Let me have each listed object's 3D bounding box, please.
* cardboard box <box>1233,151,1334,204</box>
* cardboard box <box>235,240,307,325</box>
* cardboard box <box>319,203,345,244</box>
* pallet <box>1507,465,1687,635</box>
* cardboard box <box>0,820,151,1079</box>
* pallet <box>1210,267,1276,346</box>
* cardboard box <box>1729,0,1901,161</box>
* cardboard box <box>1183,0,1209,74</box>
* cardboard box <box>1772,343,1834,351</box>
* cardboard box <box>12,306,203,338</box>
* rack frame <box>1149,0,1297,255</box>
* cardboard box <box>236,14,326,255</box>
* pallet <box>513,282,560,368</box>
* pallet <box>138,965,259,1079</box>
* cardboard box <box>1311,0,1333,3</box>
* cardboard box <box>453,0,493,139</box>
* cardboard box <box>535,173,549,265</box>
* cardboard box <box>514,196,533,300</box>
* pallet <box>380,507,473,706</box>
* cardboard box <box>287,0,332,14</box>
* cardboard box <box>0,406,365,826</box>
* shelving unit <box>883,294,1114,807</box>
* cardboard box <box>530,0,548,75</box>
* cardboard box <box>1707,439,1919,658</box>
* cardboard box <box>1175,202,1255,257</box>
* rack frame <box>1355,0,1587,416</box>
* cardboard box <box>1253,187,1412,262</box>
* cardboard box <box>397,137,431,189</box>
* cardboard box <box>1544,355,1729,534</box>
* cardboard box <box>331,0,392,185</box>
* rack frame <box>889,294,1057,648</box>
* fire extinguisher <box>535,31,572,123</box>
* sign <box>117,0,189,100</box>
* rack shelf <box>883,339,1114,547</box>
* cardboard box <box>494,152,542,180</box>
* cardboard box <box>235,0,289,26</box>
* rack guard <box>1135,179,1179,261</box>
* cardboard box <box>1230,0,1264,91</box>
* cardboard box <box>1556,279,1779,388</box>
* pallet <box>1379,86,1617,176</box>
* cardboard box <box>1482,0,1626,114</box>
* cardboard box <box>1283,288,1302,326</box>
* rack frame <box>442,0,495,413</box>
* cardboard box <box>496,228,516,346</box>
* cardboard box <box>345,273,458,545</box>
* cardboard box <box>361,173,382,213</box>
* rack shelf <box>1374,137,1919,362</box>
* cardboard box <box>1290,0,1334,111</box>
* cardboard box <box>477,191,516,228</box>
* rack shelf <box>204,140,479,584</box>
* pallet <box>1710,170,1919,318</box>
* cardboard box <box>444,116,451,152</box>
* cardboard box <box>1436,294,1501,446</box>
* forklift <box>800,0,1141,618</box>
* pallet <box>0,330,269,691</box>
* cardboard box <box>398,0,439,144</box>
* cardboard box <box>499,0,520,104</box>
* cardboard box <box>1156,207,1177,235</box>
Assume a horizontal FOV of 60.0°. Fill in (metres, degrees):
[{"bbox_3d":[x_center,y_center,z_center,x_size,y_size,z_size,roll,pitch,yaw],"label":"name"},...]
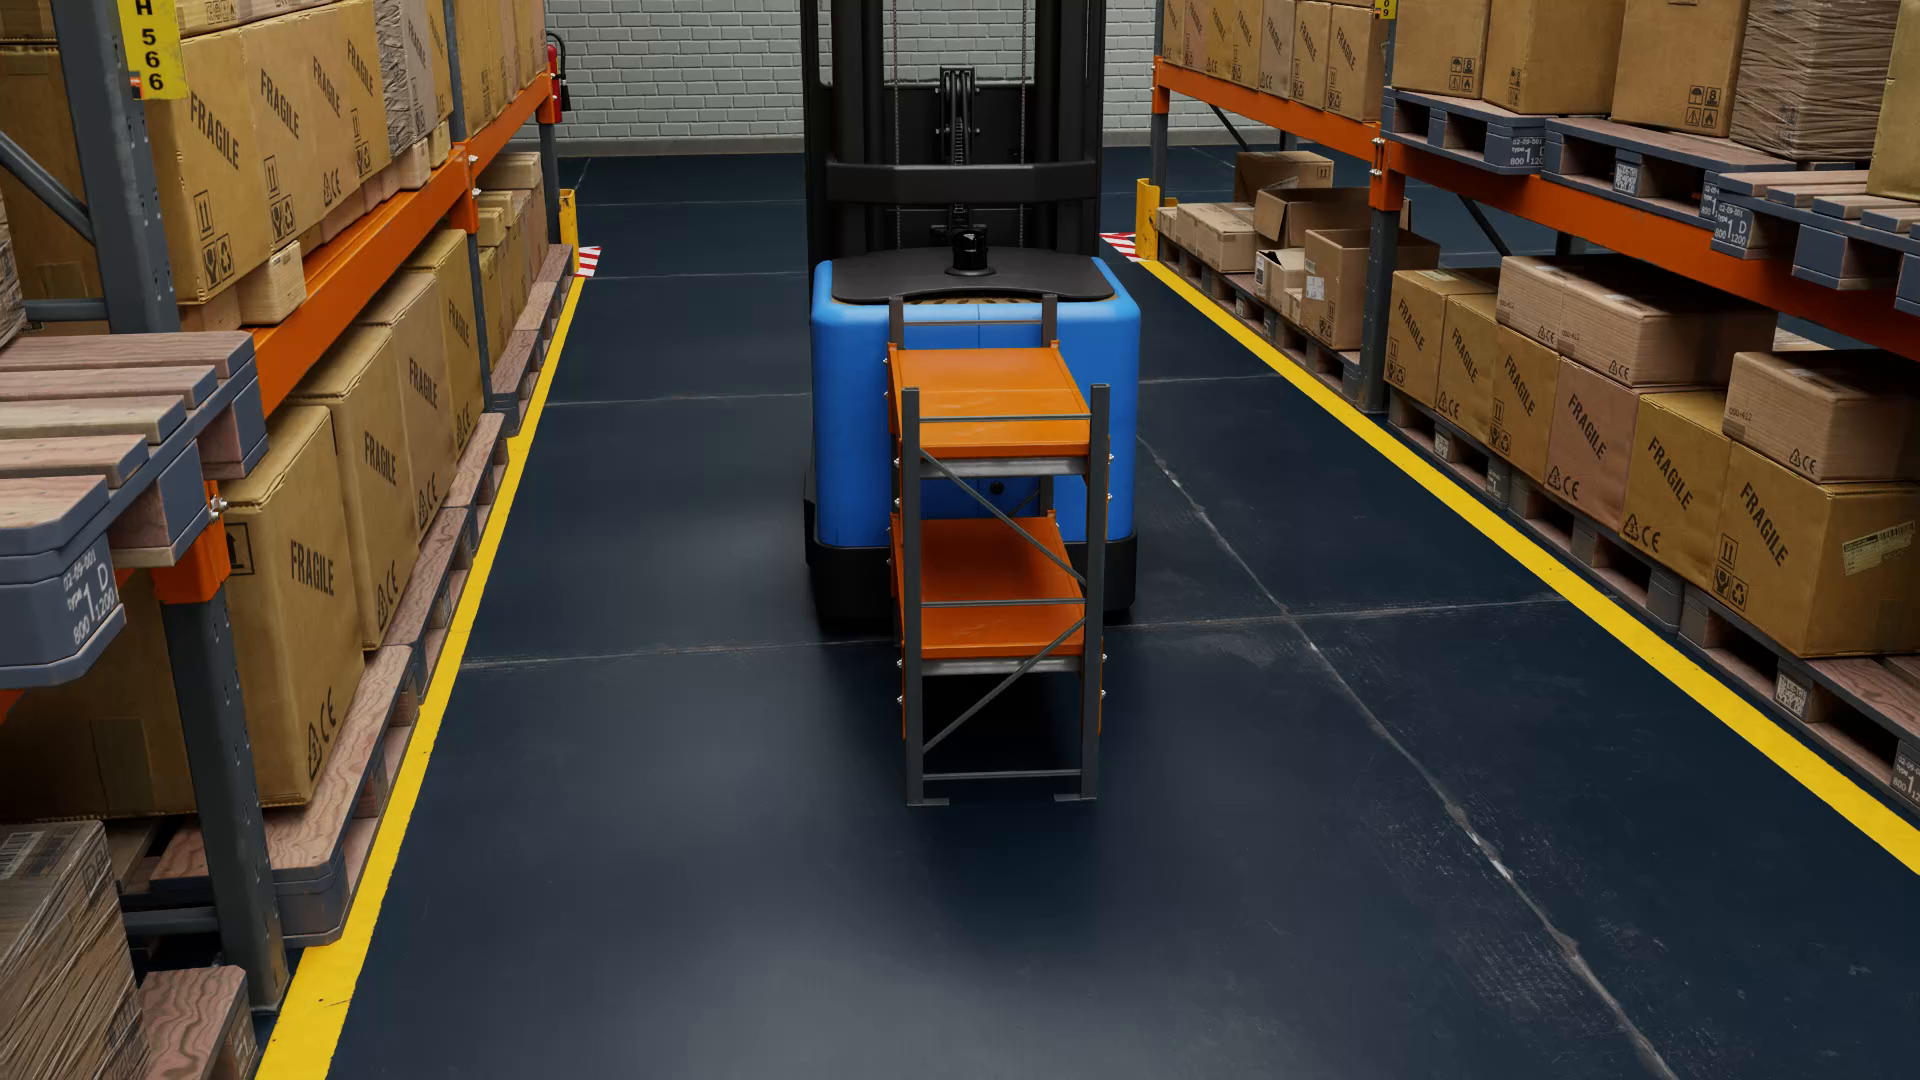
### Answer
[{"bbox_3d":[2.121,-2.275,10.965,0.500,0.500,0.500,-3,21,-8],"label":"cardboard box"},{"bbox_3d":[-1.750,-0.597,3.857,0.380,0.149,0.250,-2,21,-6],"label":"cardboard box"},{"bbox_3d":[-2.000,-0.943,4.785,0.380,0.149,0.250,-3,21,-7],"label":"cardboard box"},{"bbox_3d":[2.709,-0.022,5.973,1.003,0.211,1.213,-3,21,-8],"label":"pallet"},{"bbox_3d":[-1.794,0.816,2.687,0.700,0.500,0.500,-3,21,-7],"label":"cardboard box"},{"bbox_3d":[2.098,-1.386,9.626,1.003,0.211,1.213,-3,21,-8],"label":"pallet"},{"bbox_3d":[2.807,-1.429,5.011,0.700,0.500,0.500,1,20,2],"label":"cardboard box"},{"bbox_3d":[1.681,-3.118,10.134,0.500,0.500,0.500,-3,21,-8],"label":"cardboard box"},{"bbox_3d":[2.940,-0.389,5.914,0.500,0.500,0.500,-4,21,-10],"label":"cardboard box"},{"bbox_3d":[-1.768,-0.413,3.364,0.380,0.149,0.250,-3,21,-9],"label":"cardboard box"},{"bbox_3d":[1.799,-3.416,11.076,1.000,3.000,0.127,-3,21,-8],"label":"rack frame"},{"bbox_3d":[-1.833,-0.954,3.886,0.500,0.500,0.500,-2,21,-6],"label":"cardboard box"},{"bbox_3d":[-2.737,-1.164,9.032,1.003,0.211,1.213,-3,21,-8],"label":"pallet"},{"bbox_3d":[-1.838,1.182,2.751,1.003,0.211,1.213,-3,21,-8],"label":"pallet"},{"bbox_3d":[1.970,-2.886,8.084,0.500,0.500,0.500,-3,21,-9],"label":"cardboard box"},{"bbox_3d":[-2.588,-2.109,7.148,0.980,0.700,0.700,-3,21,-7],"label":"cardboard box"},{"bbox_3d":[-2.903,-1.953,10.132,0.700,0.500,0.500,-3,21,-8],"label":"cardboard box"},{"bbox_3d":[-2.758,-1.606,9.202,0.700,0.500,0.500,-4,21,-10],"label":"cardboard box"},{"bbox_3d":[-2.161,0.213,5.345,1.003,0.211,1.213,-3,21,-8],"label":"pallet"},{"bbox_3d":[-1.914,-1.471,4.200,0.500,0.250,0.500,-3,21,-7],"label":"cardboard box"},{"bbox_3d":[-1.926,0.154,3.989,0.750,0.750,0.750,-3,21,-8],"label":"cardboard box"},{"bbox_3d":[0.074,-0.017,4.655,0.538,1.125,1.048,-1,21,-4],"label":"shelving unit"},{"bbox_3d":[-3.019,-3.130,9.879,0.980,0.700,0.700,-2,21,-5],"label":"cardboard box"},{"bbox_3d":[2.585,0.007,4.855,0.500,0.500,0.500,-2,21,-6],"label":"cardboard box"},{"bbox_3d":[1.668,-1.959,10.474,0.500,0.250,0.500,-3,21,-8],"label":"cardboard box"},{"bbox_3d":[2.375,-2.031,7.368,1.000,3.000,0.127,-3,21,-8],"label":"rack frame"},{"bbox_3d":[2.099,-1.718,9.468,0.797,0.503,0.637,-3,21,-8],"label":"cardboard box"},{"bbox_3d":[-2.048,-1.302,5.747,0.380,0.149,0.250,-3,21,-8],"label":"cardboard box"},{"bbox_3d":[2.429,-0.354,5.821,0.500,0.500,0.500,-4,21,-10],"label":"cardboard box"},{"bbox_3d":[-1.986,-1.305,4.828,0.500,0.500,0.500,-2,21,-6],"label":"cardboard box"},{"bbox_3d":[0.039,-0.195,5.130,0.500,1.125,0.032,-1,21,-4],"label":"rack frame"},{"bbox_3d":[-2.668,-3.030,10.684,0.296,0.674,0.183,-3,21,-8],"label":"fire extinguisher"},{"bbox_3d":[-1.414,-0.931,2.881,0.100,0.325,0.005,-3,21,-8],"label":"sign"},{"bbox_3d":[0.074,-0.291,4.552,0.538,0.278,1.000,-1,21,-4],"label":"rack shelf"},{"bbox_3d":[-2.704,-2.222,9.924,0.380,0.149,0.250,-3,21,-8],"label":"cardboard box"},{"bbox_3d":[-1.838,-1.298,3.737,0.500,0.250,0.500,-3,21,-9],"label":"cardboard box"},{"bbox_3d":[1.810,-2.219,11.443,1.175,0.500,0.348,-3,21,-8],"label":"rack guard"},{"bbox_3d":[1.821,-2.771,9.204,0.500,0.500,0.500,-3,21,-7],"label":"cardboard box"},{"bbox_3d":[2.421,-0.718,5.724,0.500,0.250,0.500,-3,21,-9],"label":"cardboard box"},{"bbox_3d":[2.382,-1.659,6.646,1.003,0.211,1.213,-3,21,-8],"label":"pallet"},{"bbox_3d":[2.384,-1.865,6.178,0.700,0.500,0.500,0,20,1],"label":"cardboard box"},{"bbox_3d":[1.899,-1.212,8.619,0.380,0.149,0.250,-3,21,-8],"label":"cardboard box"},{"bbox_3d":[-2.526,-1.780,6.695,1.000,3.000,0.127,-3,21,-8],"label":"rack frame"},{"bbox_3d":[-2.602,-1.244,8.232,0.700,0.500,0.500,-3,21,-8],"label":"cardboard box"},{"bbox_3d":[-2.173,-0.444,5.589,0.750,0.750,0.750,-2,21,-6],"label":"cardboard box"},{"bbox_3d":[-2.058,-1.127,5.277,0.380,0.149,0.250,-3,21,-9],"label":"cardboard box"},{"bbox_3d":[2.664,-1.002,5.640,1.077,0.370,4.000,-3,21,-8],"label":"rack shelf"},{"bbox_3d":[1.974,-2.417,8.257,0.500,0.500,0.500,-2,21,-6],"label":"cardboard box"},{"bbox_3d":[-2.477,-1.682,8.479,0.380,0.149,0.250,-4,21,-9],"label":"cardboard box"},{"bbox_3d":[-2.238,-0.751,4.967,1.077,0.370,4.000,-3,21,-8],"label":"rack shelf"},{"bbox_3d":[2.785,-0.788,4.312,1.213,0.211,1.003,-3,21,-8],"label":"pallet"},{"bbox_3d":[-2.197,-1.569,6.461,0.380,0.149,0.250,-3,21,-7],"label":"cardboard box"},{"bbox_3d":[2.292,-0.703,6.754,0.500,0.500,0.500,-3,21,-7],"label":"cardboard box"},{"bbox_3d":[-0.042,-1.593,6.291,1.130,2.935,3.031,-1,21,-4],"label":"forklift"},{"bbox_3d":[-1.741,-0.064,2.375,1.213,0.211,1.003,-3,21,-8],"label":"pallet"},{"bbox_3d":[-2.127,-1.652,5.757,0.500,0.500,0.500,-3,21,-7],"label":"cardboard box"},{"bbox_3d":[-2.803,-2.614,8.498,0.980,0.700,0.700,-4,21,-10],"label":"cardboard box"},{"bbox_3d":[1.519,-2.124,11.063,0.380,0.149,0.250,-3,21,-8],"label":"cardboard box"}]
